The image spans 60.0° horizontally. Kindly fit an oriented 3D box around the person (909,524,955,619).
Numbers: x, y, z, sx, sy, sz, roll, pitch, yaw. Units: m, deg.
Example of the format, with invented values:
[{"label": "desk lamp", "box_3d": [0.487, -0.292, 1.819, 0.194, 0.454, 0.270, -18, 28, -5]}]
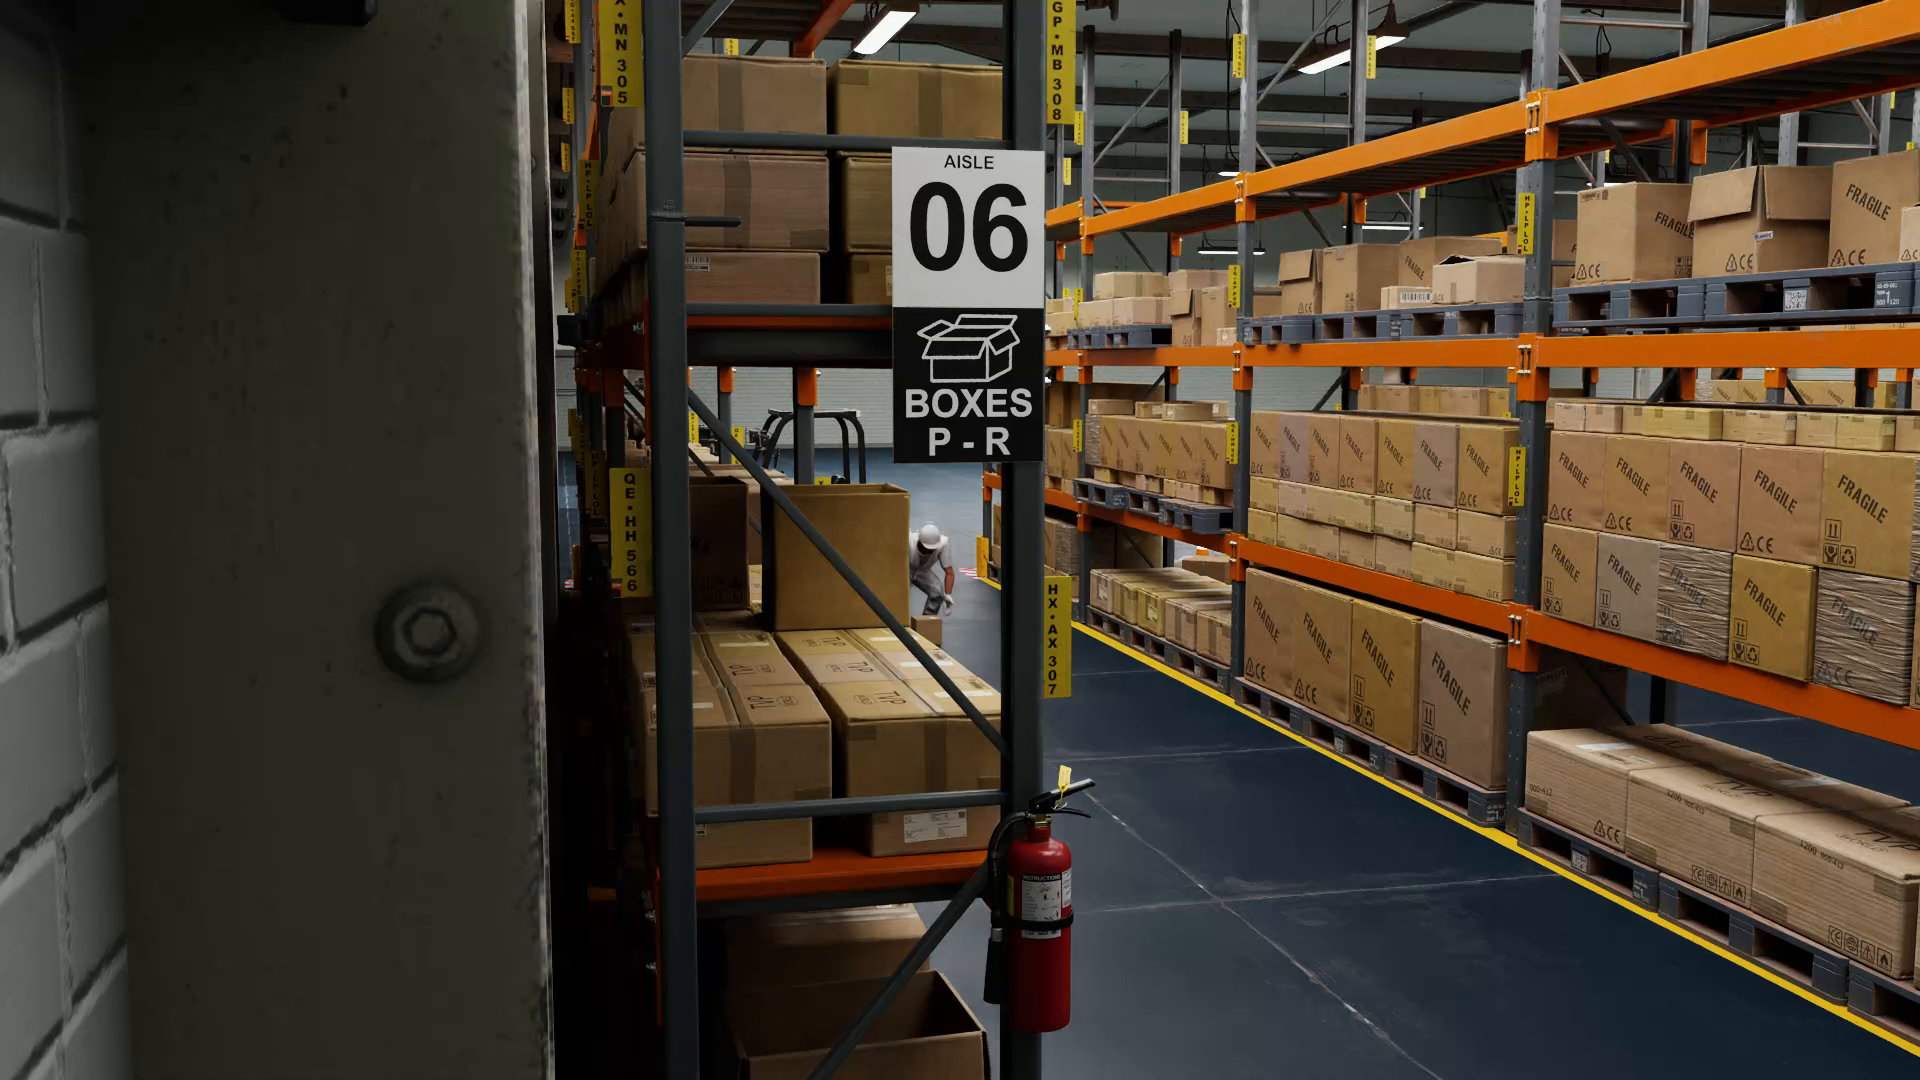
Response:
[{"label": "person", "box_3d": [-0.378, 0.382, 16.259, 0.592, 1.140, 0.867, -1, 6, -14]}]
